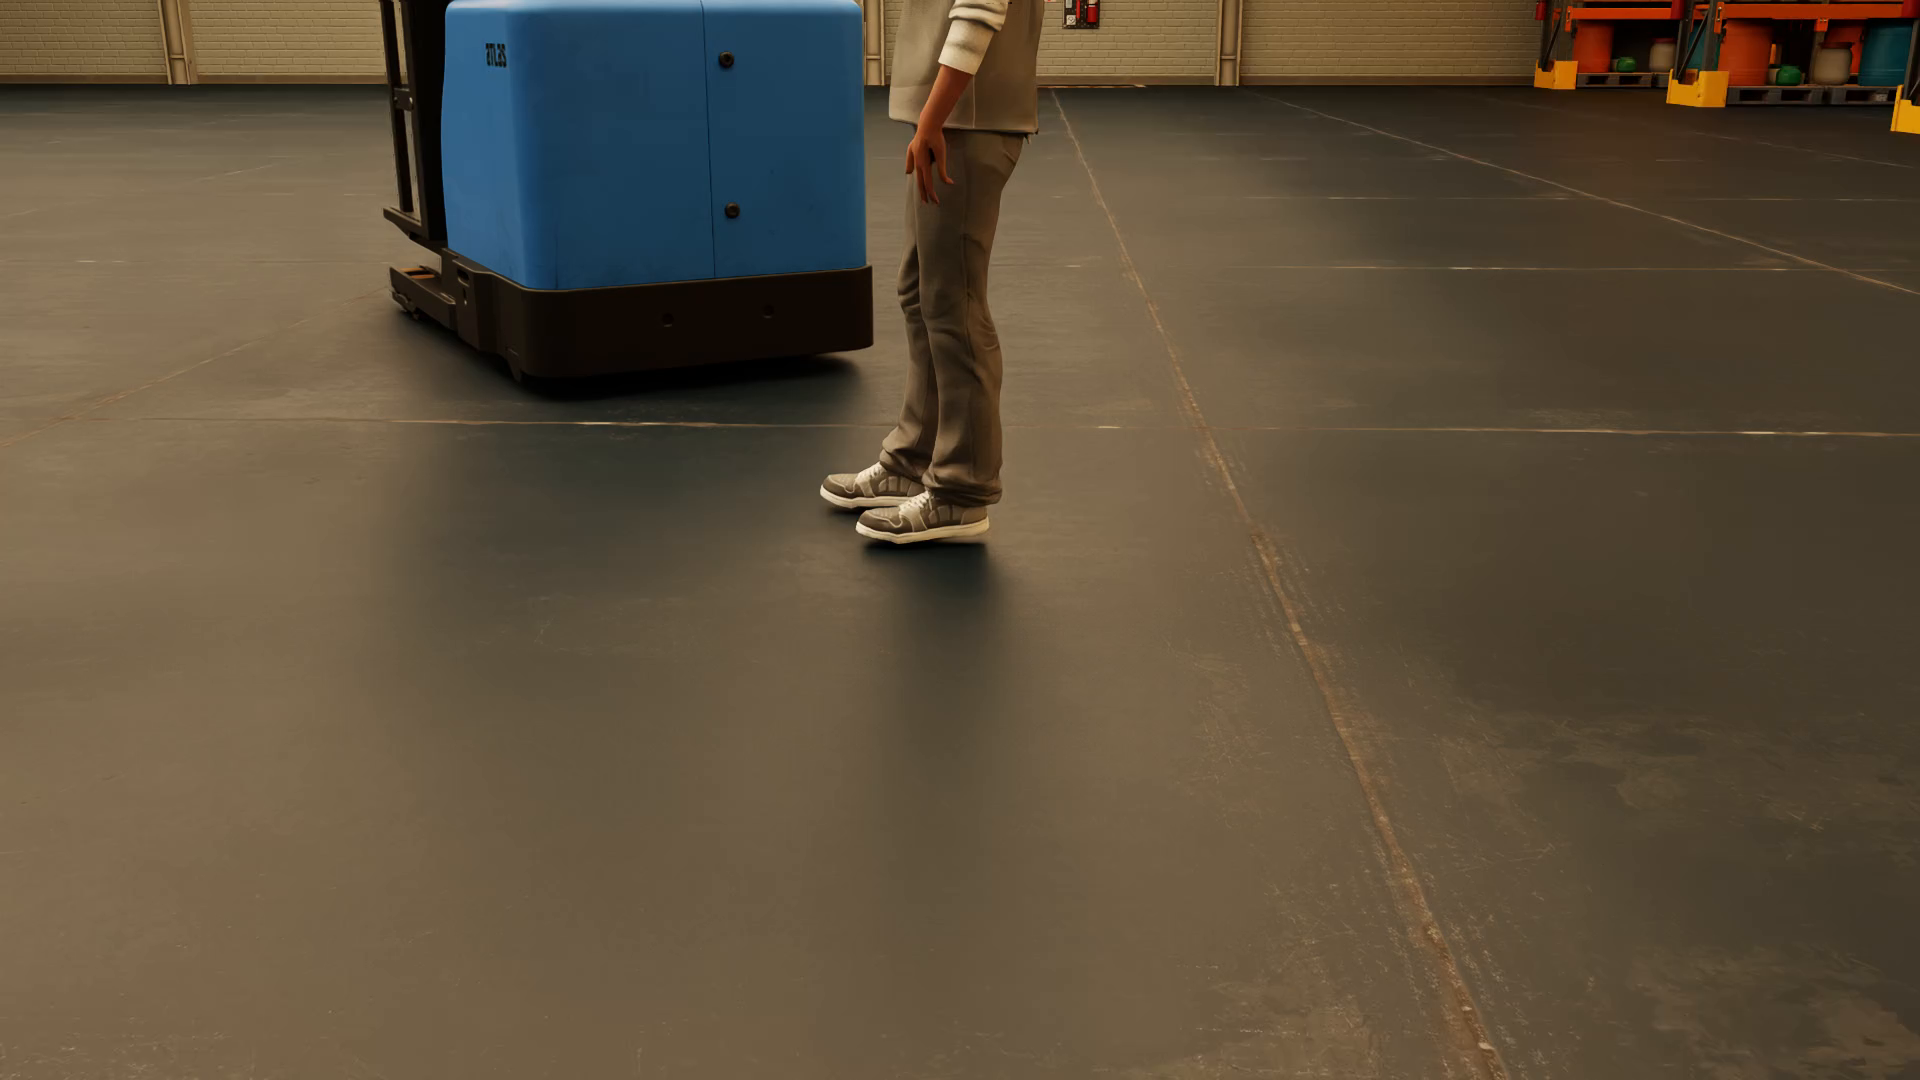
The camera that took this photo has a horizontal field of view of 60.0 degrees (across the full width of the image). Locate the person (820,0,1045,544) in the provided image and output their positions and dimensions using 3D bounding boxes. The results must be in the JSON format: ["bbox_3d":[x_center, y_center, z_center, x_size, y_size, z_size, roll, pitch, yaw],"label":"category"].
[{"bbox_3d":[-0.074,-0.774,3.148,0.473,1.599,0.521,1,17,2],"label":"person"}]

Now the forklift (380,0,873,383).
[{"bbox_3d":[-1.411,-2.230,5.609,1.130,2.935,3.031,-9,19,-27],"label":"forklift"}]
